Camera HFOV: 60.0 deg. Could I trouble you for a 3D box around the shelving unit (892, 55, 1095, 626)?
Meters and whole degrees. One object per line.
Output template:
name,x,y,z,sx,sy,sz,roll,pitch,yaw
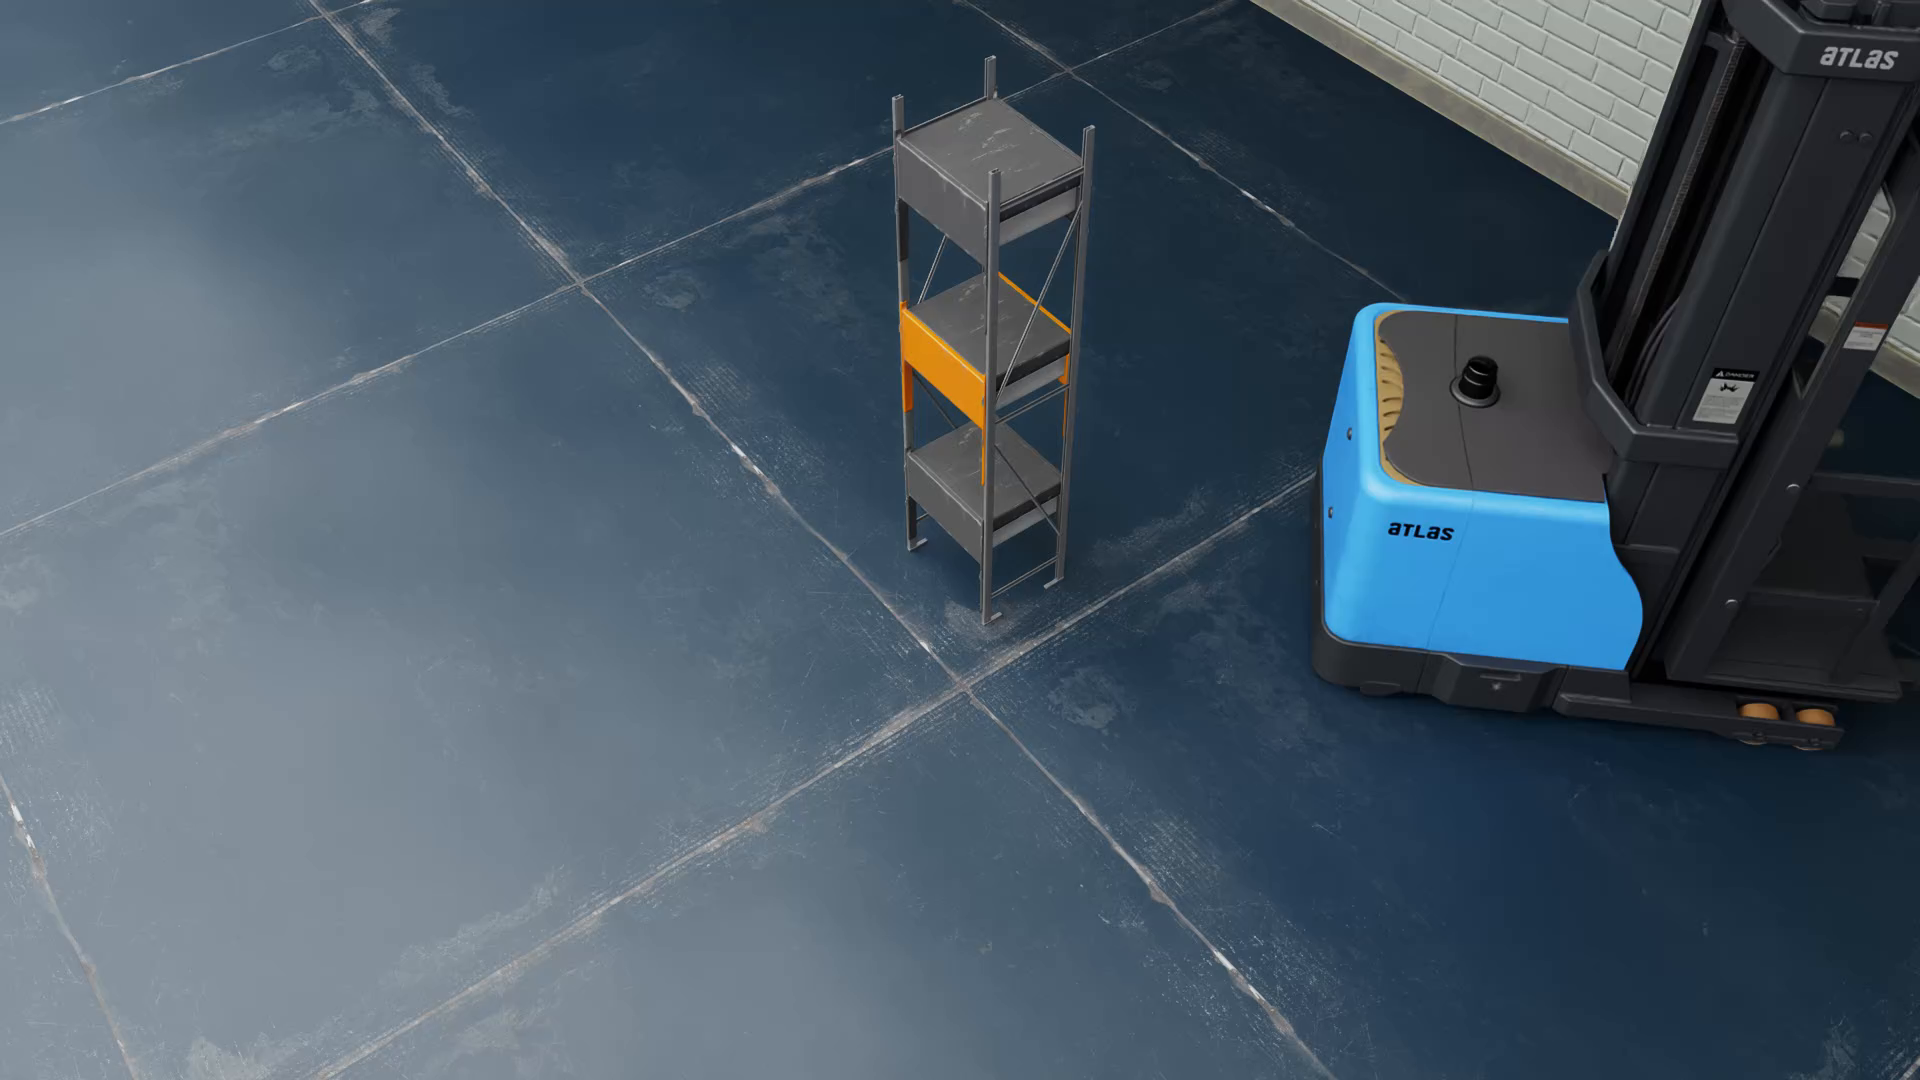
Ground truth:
shelving unit,0.100,-0.608,5.882,0.431,2.100,0.503,-29,54,-24

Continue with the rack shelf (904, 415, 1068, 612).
rack shelf,0.100,-0.128,6.411,0.431,0.518,0.480,-29,54,-24

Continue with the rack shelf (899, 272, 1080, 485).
rack shelf,0.100,-0.598,5.893,0.431,0.518,0.480,-29,54,-24

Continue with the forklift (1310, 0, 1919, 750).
forklift,2.877,-0.641,5.352,3.031,2.935,1.130,6,48,5

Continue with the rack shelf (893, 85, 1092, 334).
rack shelf,0.100,-1.069,5.374,0.431,0.518,0.480,-29,54,-24

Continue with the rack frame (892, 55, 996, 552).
rack frame,-0.048,-0.751,6.013,0.400,2.100,0.015,-29,54,-24

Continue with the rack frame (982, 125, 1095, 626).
rack frame,0.248,-0.464,5.752,0.400,2.100,0.015,-29,54,-24

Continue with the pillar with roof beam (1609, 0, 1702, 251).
pillar with roof beam,-0.078,-2.413,2.862,9.100,9.000,0.400,-29,54,-24
